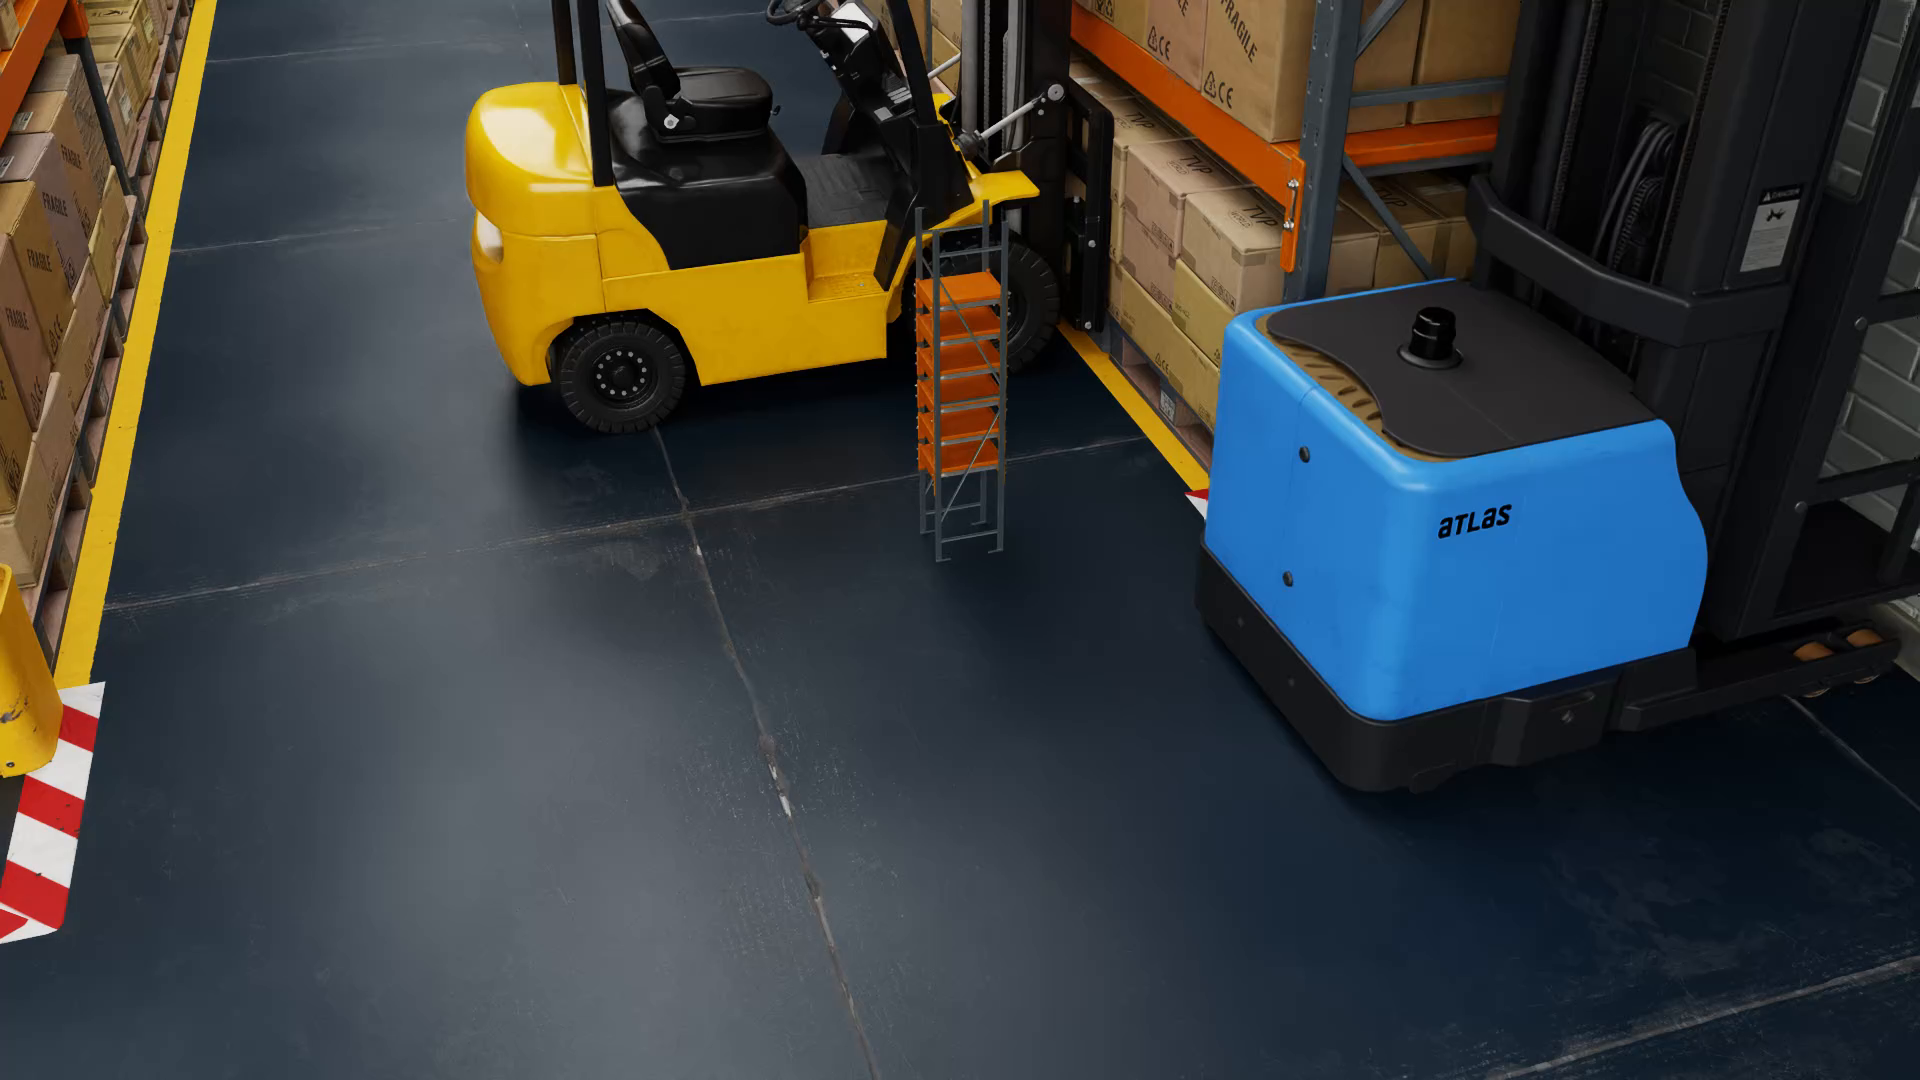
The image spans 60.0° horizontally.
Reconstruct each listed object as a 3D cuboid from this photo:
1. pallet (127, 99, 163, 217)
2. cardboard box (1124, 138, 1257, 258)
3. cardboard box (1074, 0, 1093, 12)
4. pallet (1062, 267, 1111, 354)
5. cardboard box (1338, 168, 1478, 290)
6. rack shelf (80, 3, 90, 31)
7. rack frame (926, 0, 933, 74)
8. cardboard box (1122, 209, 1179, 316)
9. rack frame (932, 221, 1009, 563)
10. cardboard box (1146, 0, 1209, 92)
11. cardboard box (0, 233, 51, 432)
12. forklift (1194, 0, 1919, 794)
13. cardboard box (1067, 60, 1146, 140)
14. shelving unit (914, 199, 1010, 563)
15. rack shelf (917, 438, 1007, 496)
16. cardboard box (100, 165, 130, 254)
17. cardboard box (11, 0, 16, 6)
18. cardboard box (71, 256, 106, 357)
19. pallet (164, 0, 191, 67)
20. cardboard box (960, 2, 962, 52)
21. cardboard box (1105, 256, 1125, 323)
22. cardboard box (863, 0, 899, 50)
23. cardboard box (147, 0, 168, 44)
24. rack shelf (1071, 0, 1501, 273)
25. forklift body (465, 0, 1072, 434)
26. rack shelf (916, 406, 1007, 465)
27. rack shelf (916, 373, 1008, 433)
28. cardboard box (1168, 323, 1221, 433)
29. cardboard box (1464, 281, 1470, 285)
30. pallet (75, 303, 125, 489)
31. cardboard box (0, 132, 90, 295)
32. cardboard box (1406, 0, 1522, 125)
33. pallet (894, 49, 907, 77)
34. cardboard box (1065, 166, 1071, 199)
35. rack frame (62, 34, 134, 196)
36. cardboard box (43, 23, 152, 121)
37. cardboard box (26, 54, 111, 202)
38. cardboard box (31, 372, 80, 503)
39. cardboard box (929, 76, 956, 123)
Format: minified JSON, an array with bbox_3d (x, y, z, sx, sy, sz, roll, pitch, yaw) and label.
[{"bbox_3d":[-4.646,-1.895,8.426,1.003,0.211,1.213,-10,35,-15],"label":"pallet"},{"bbox_3d":[0.940,-1.288,6.184,0.500,0.250,0.500,-9,35,-14],"label":"cardboard box"},{"bbox_3d":[0.669,-2.447,6.642,0.500,0.500,0.500,-10,35,-14],"label":"cardboard box"},{"bbox_3d":[0.898,-1.257,7.460,1.003,0.211,1.213,-10,35,-15],"label":"pallet"},{"bbox_3d":[1.573,-1.115,5.923,0.500,0.250,0.500,-11,35,-15],"label":"cardboard box"},{"bbox_3d":[-5.017,-3.399,8.826,1.077,0.370,4.000,-10,35,-15],"label":"rack shelf"},{"bbox_3d":[0.319,-3.486,8.305,1.000,3.000,0.127,-10,35,-15],"label":"rack frame"},{"bbox_3d":[0.950,-1.091,6.340,0.500,0.250,0.500,-10,35,-15],"label":"cardboard box"},{"bbox_3d":[0.032,-0.445,5.335,0.240,1.200,0.006,-10,35,-15],"label":"rack frame"},{"bbox_3d":[0.990,-1.916,5.838,0.500,0.500,0.500,-9,34,-13],"label":"cardboard box"},{"bbox_3d":[-3.341,-0.646,5.440,0.500,0.500,0.500,-11,35,-17],"label":"cardboard box"},{"bbox_3d":[2.320,-1.009,4.619,3.031,2.935,1.130,-11,35,-17],"label":"forklift"},{"bbox_3d":[0.630,-1.818,6.987,0.500,0.250,0.500,-11,35,-16],"label":"cardboard box"},{"bbox_3d":[0.004,-0.493,5.408,0.258,1.200,0.189,-10,35,-15],"label":"shelving unit"},{"bbox_3d":[0.004,-0.256,5.565,0.258,0.103,0.180,-10,35,-15],"label":"rack shelf"},{"bbox_3d":[-3.970,-1.412,7.280,0.500,0.250,0.500,-8,34,-13],"label":"cardboard box"},{"bbox_3d":[-3.931,-2.147,6.507,0.380,0.149,0.250,-10,35,-14],"label":"cardboard box"},{"bbox_3d":[-3.648,-0.867,6.454,0.500,0.250,0.500,-9,35,-14],"label":"cardboard box"},{"bbox_3d":[-5.390,-3.176,10.364,1.003,0.211,1.213,-10,35,-15],"label":"pallet"},{"bbox_3d":[0.314,-2.354,7.798,0.500,0.250,0.500,-10,35,-15],"label":"cardboard box"},{"bbox_3d":[0.808,-1.135,6.859,0.500,0.250,0.500,-10,35,-14],"label":"cardboard box"},{"bbox_3d":[-0.080,-3.351,9.874,0.875,0.625,0.625,-10,35,-15],"label":"cardboard box"},{"bbox_3d":[-5.231,-3.144,9.790,0.950,0.372,0.625,-11,35,-16],"label":"cardboard box"},{"bbox_3d":[0.929,-2.136,6.914,1.077,0.370,4.000,-10,35,-15],"label":"rack shelf"},{"bbox_3d":[-0.776,-1.721,6.403,2.313,2.155,1.214,-10,35,-15],"label":"forklift body"},{"bbox_3d":[0.004,-0.356,5.498,0.258,0.103,0.180,-10,35,-15],"label":"rack shelf"},{"bbox_3d":[0.004,-0.456,5.432,0.258,0.103,0.180,-10,35,-15],"label":"rack shelf"},{"bbox_3d":[1.095,-0.608,6.062,0.500,0.250,0.500,-10,35,-14],"label":"cardboard box"},{"bbox_3d":[1.594,-0.904,6.058,0.500,0.250,0.500,-9,35,-14],"label":"cardboard box"},{"bbox_3d":[-3.792,-0.498,6.312,1.003,0.211,1.213,-10,35,-15],"label":"pallet"},{"bbox_3d":[-3.657,-1.190,6.264,0.500,0.500,0.500,-8,34,-12],"label":"cardboard box"},{"bbox_3d":[1.653,-1.735,5.563,0.500,0.500,0.500,-9,34,-13],"label":"cardboard box"},{"bbox_3d":[0.057,-2.703,9.649,1.003,0.211,1.213,-10,35,-15],"label":"pallet"},{"bbox_3d":[0.624,-1.622,7.143,0.500,0.250,0.500,-10,35,-15],"label":"cardboard box"},{"bbox_3d":[-4.407,-2.649,7.039,1.000,3.000,0.127,-10,35,-15],"label":"rack frame"},{"bbox_3d":[-4.792,-2.380,8.634,0.950,0.372,0.625,-8,34,-12],"label":"cardboard box"},{"bbox_3d":[-3.971,-1.725,7.072,0.500,0.500,0.500,-10,35,-15],"label":"cardboard box"},{"bbox_3d":[-3.318,-0.317,5.622,0.500,0.250,0.500,-9,34,-13],"label":"cardboard box"},{"bbox_3d":[0.151,-2.205,8.479,0.500,0.250,0.500,-10,35,-14],"label":"cardboard box"}]
